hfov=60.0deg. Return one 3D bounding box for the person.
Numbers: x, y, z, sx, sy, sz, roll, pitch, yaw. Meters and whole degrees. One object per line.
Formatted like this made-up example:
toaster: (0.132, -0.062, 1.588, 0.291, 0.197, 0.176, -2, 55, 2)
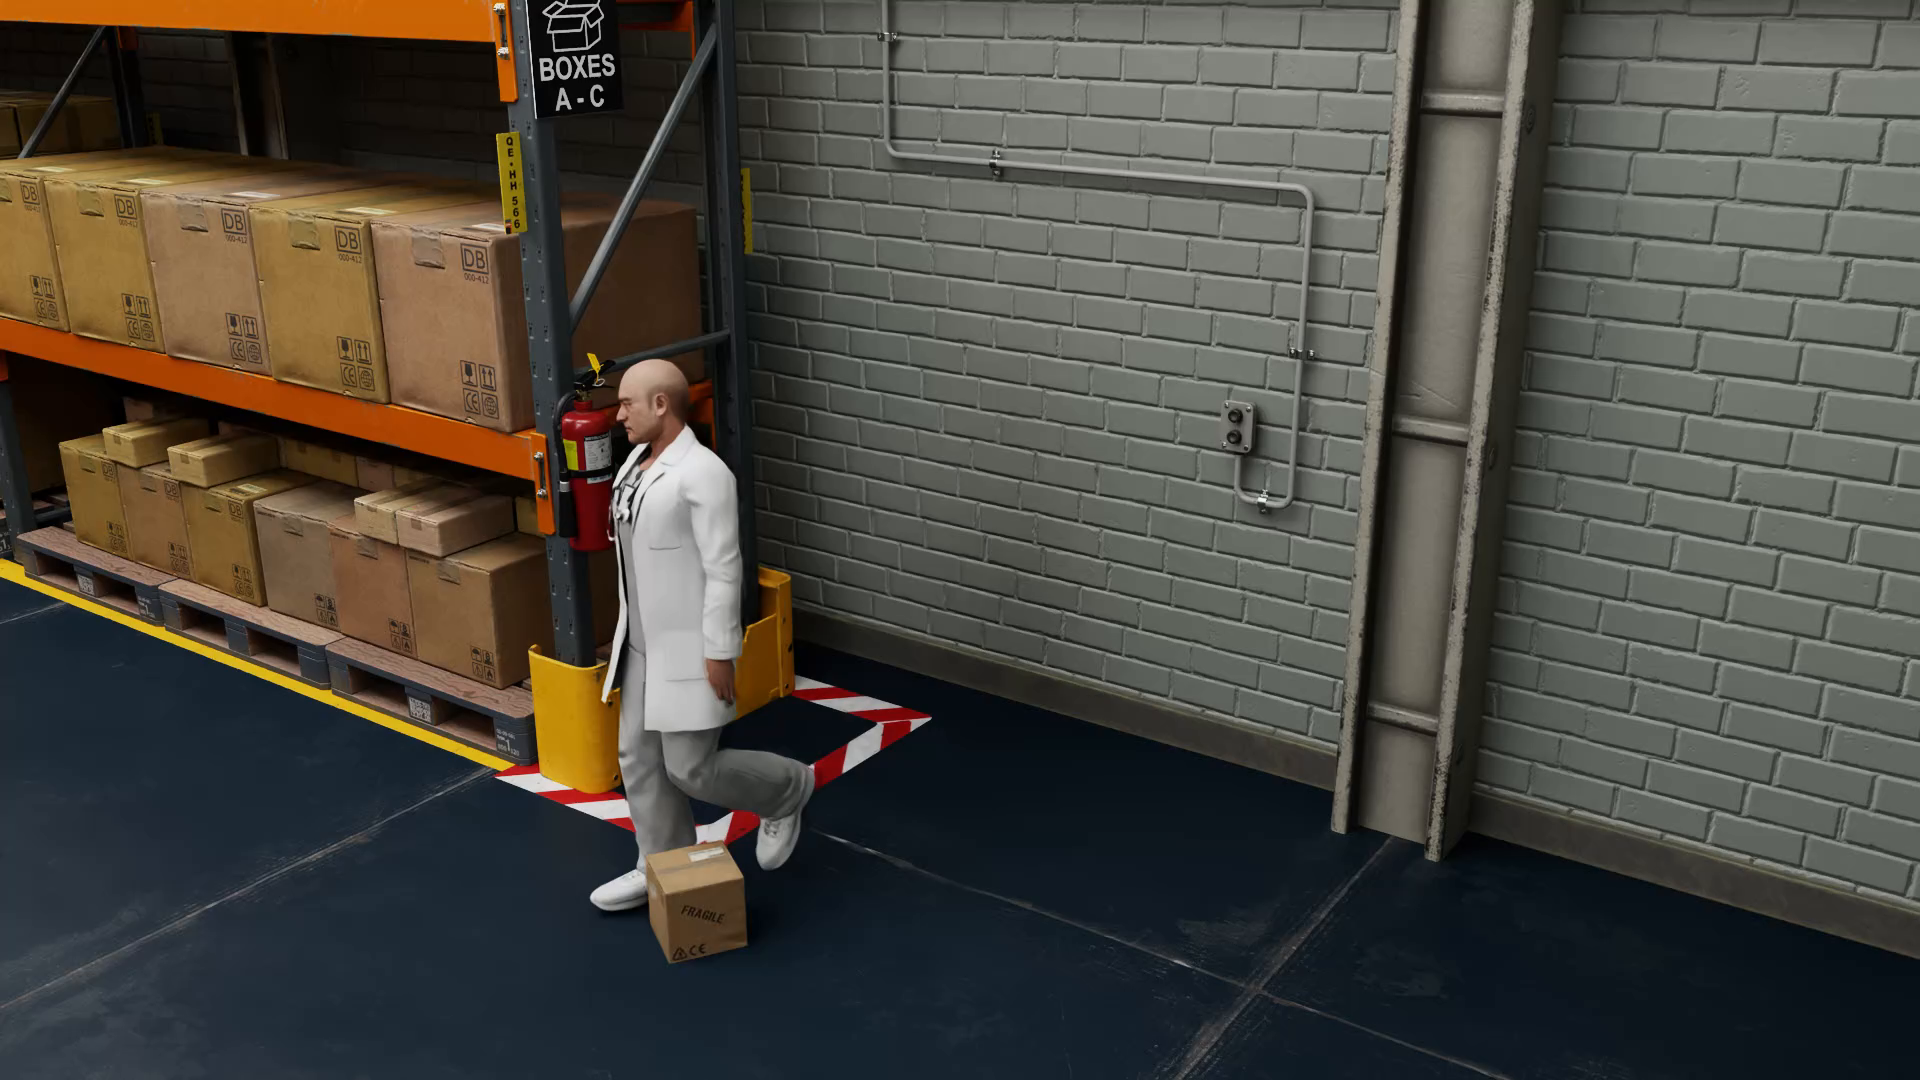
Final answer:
person: (-0.836, 0.322, 5.223, 0.778, 1.711, 0.596, -15, 24, -36)
